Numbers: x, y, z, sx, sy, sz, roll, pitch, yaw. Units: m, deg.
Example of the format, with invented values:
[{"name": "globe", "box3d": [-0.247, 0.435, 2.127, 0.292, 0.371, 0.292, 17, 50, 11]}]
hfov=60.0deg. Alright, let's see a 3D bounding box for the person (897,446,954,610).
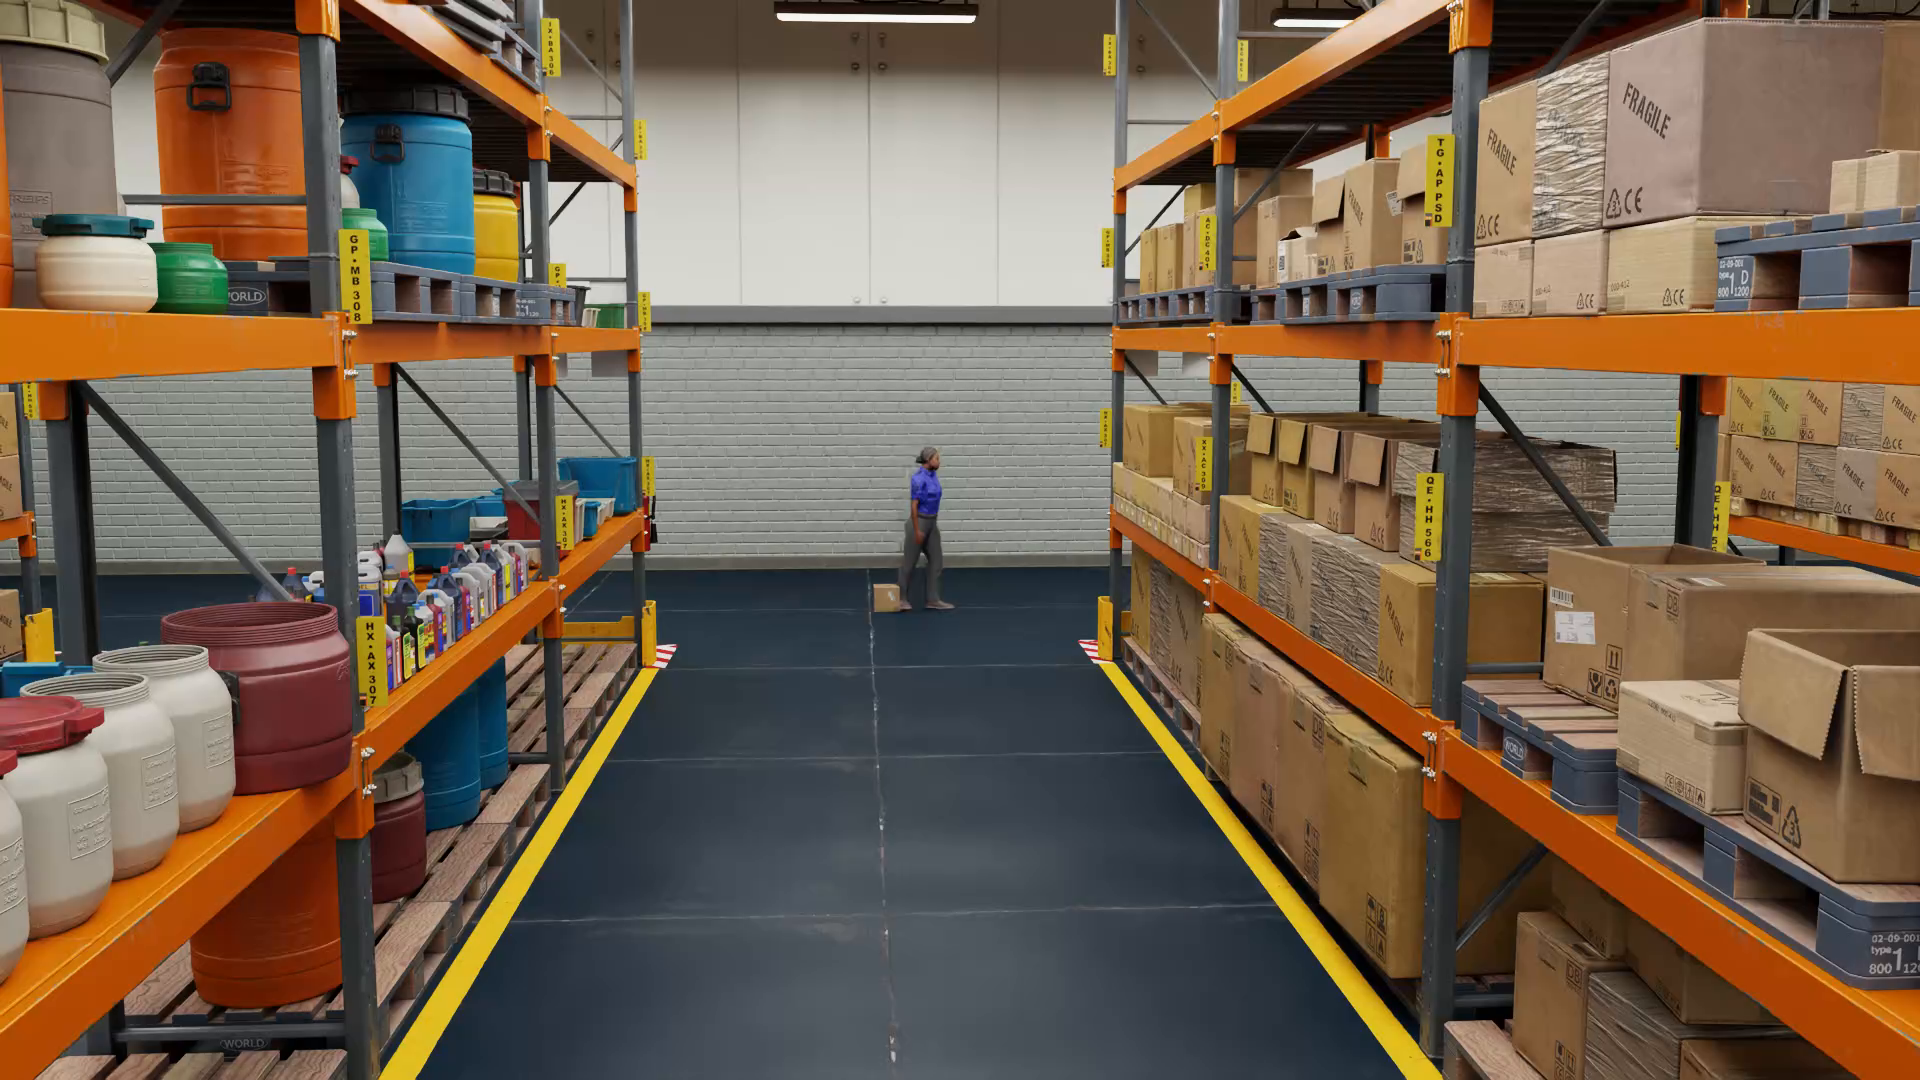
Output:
[{"name": "person", "box3d": [-0.379, -0.116, 16.708, 0.548, 1.655, 0.487, 4, 8, 28]}]
